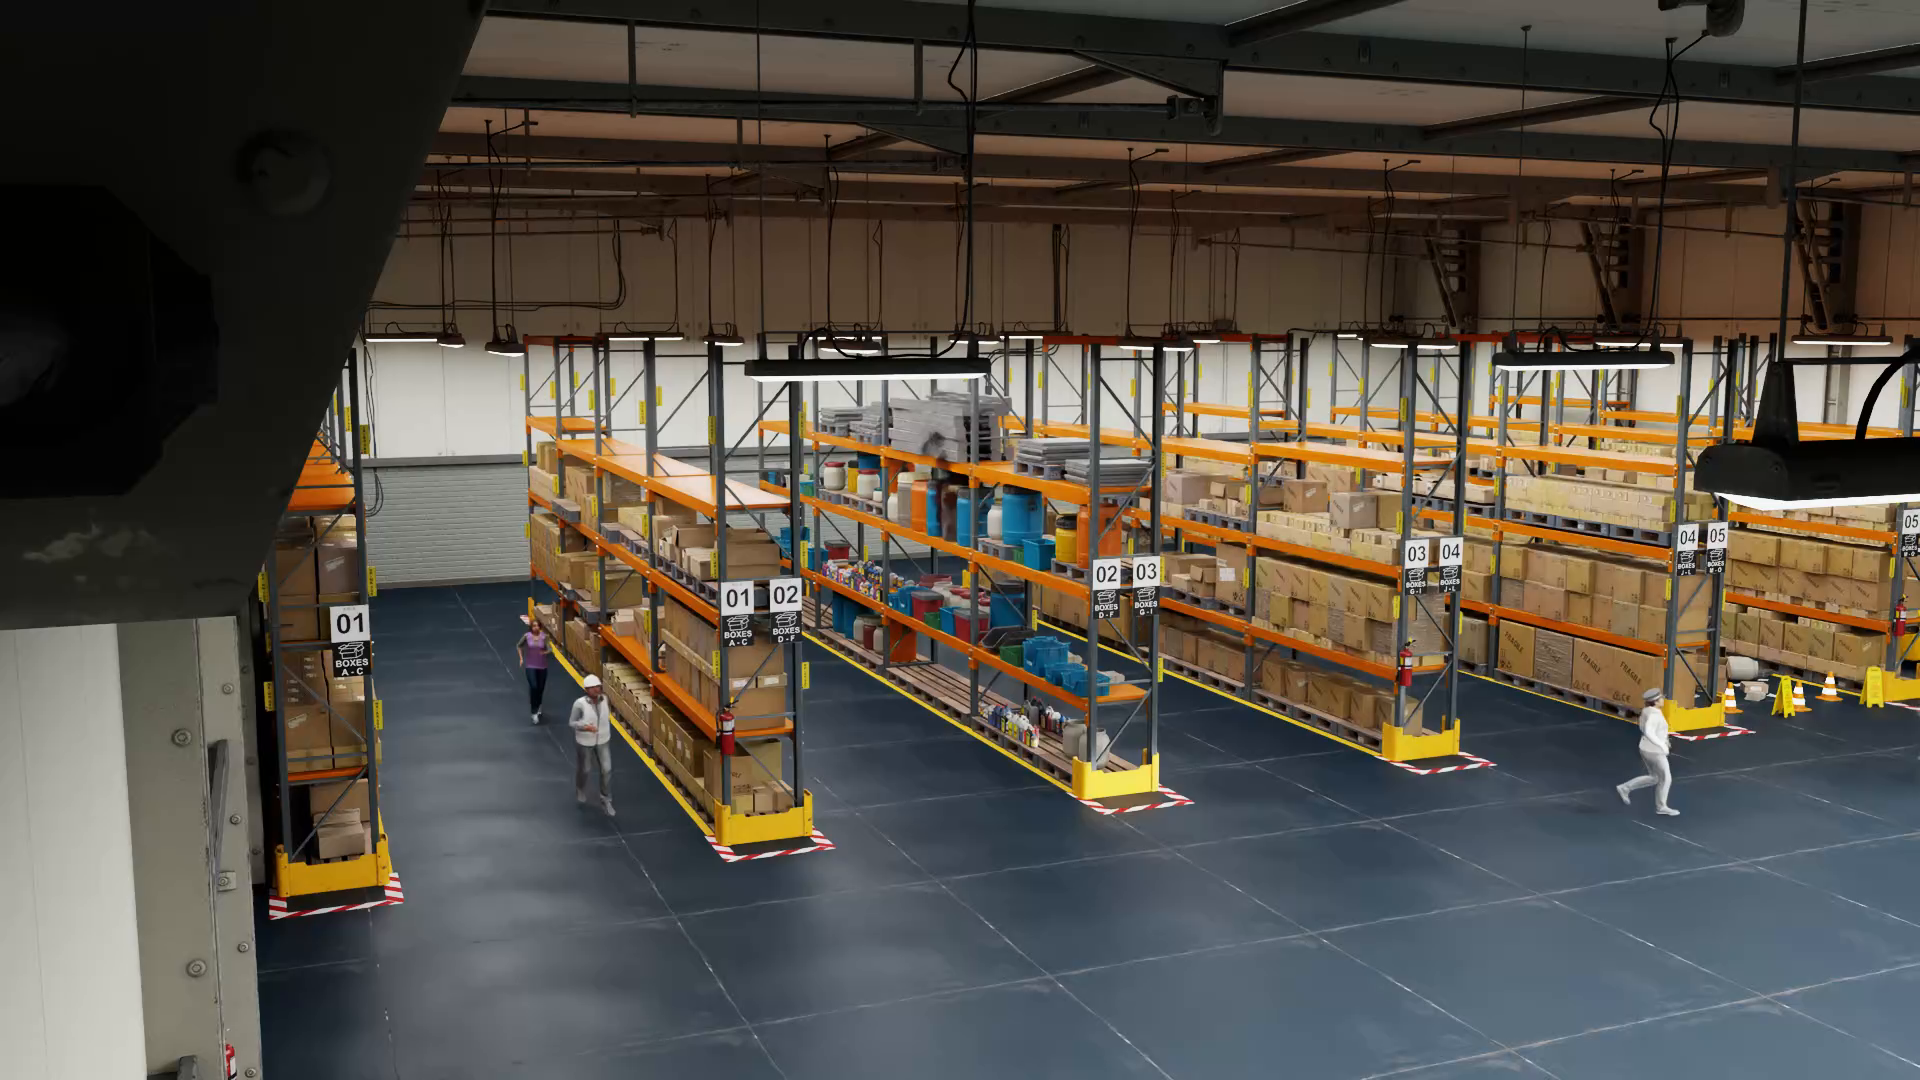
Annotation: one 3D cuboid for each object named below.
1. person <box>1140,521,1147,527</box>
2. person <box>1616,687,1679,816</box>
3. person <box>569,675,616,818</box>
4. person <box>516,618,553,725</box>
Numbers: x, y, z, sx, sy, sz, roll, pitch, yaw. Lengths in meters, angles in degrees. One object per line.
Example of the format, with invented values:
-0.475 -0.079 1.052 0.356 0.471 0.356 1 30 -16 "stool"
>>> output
4.228 0.381 38.629 0.625 1.663 0.533 -1 8 -11 "person"
8.832 2.696 21.230 0.753 1.663 0.649 1 8 8 "person"
-4.748 2.607 21.415 0.610 1.805 0.889 -4 9 -29 "person"
-6.702 2.046 26.279 0.510 1.642 0.733 -4 8 -26 "person"
